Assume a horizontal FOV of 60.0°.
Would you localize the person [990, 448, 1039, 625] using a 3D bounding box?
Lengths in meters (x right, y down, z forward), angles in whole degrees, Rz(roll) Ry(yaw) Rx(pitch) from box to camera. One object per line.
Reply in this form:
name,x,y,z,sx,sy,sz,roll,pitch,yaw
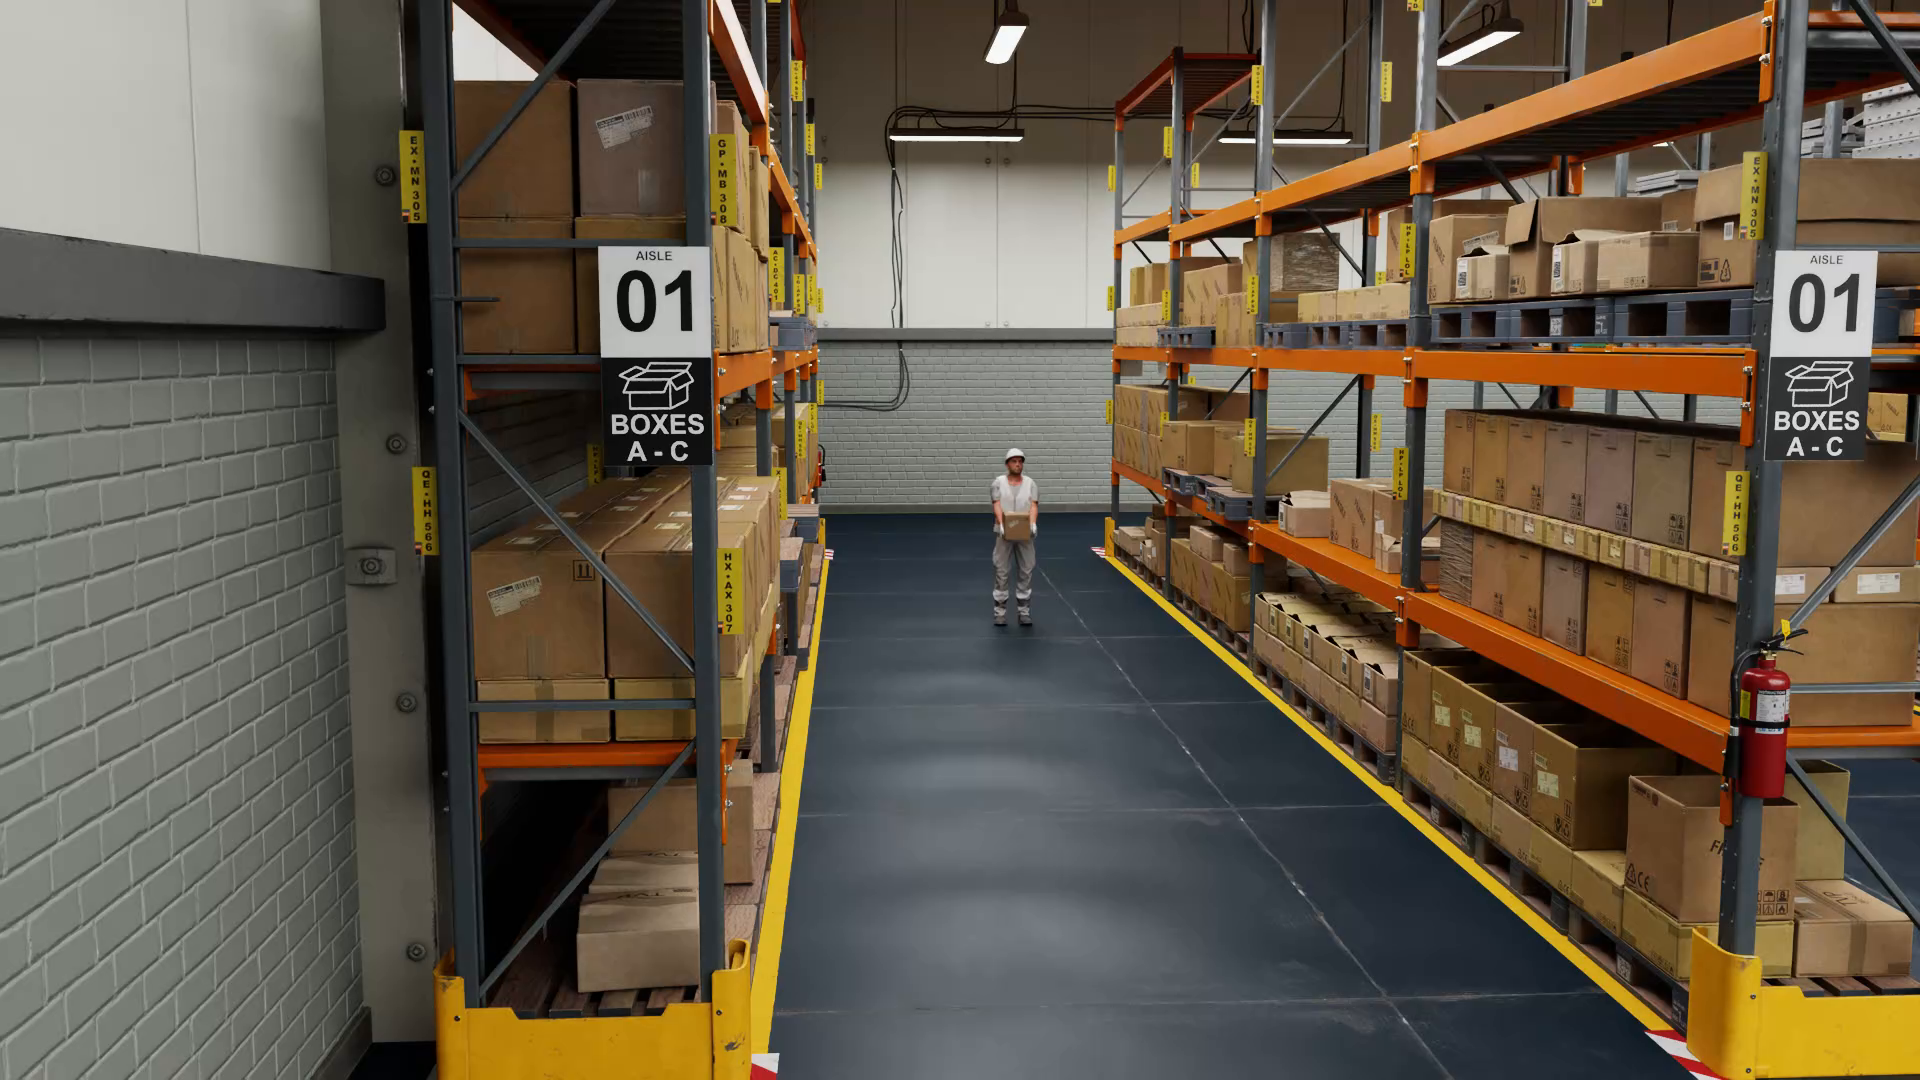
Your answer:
person,0.568,-0.024,16.834,0.504,1.790,0.559,-1,7,-8
